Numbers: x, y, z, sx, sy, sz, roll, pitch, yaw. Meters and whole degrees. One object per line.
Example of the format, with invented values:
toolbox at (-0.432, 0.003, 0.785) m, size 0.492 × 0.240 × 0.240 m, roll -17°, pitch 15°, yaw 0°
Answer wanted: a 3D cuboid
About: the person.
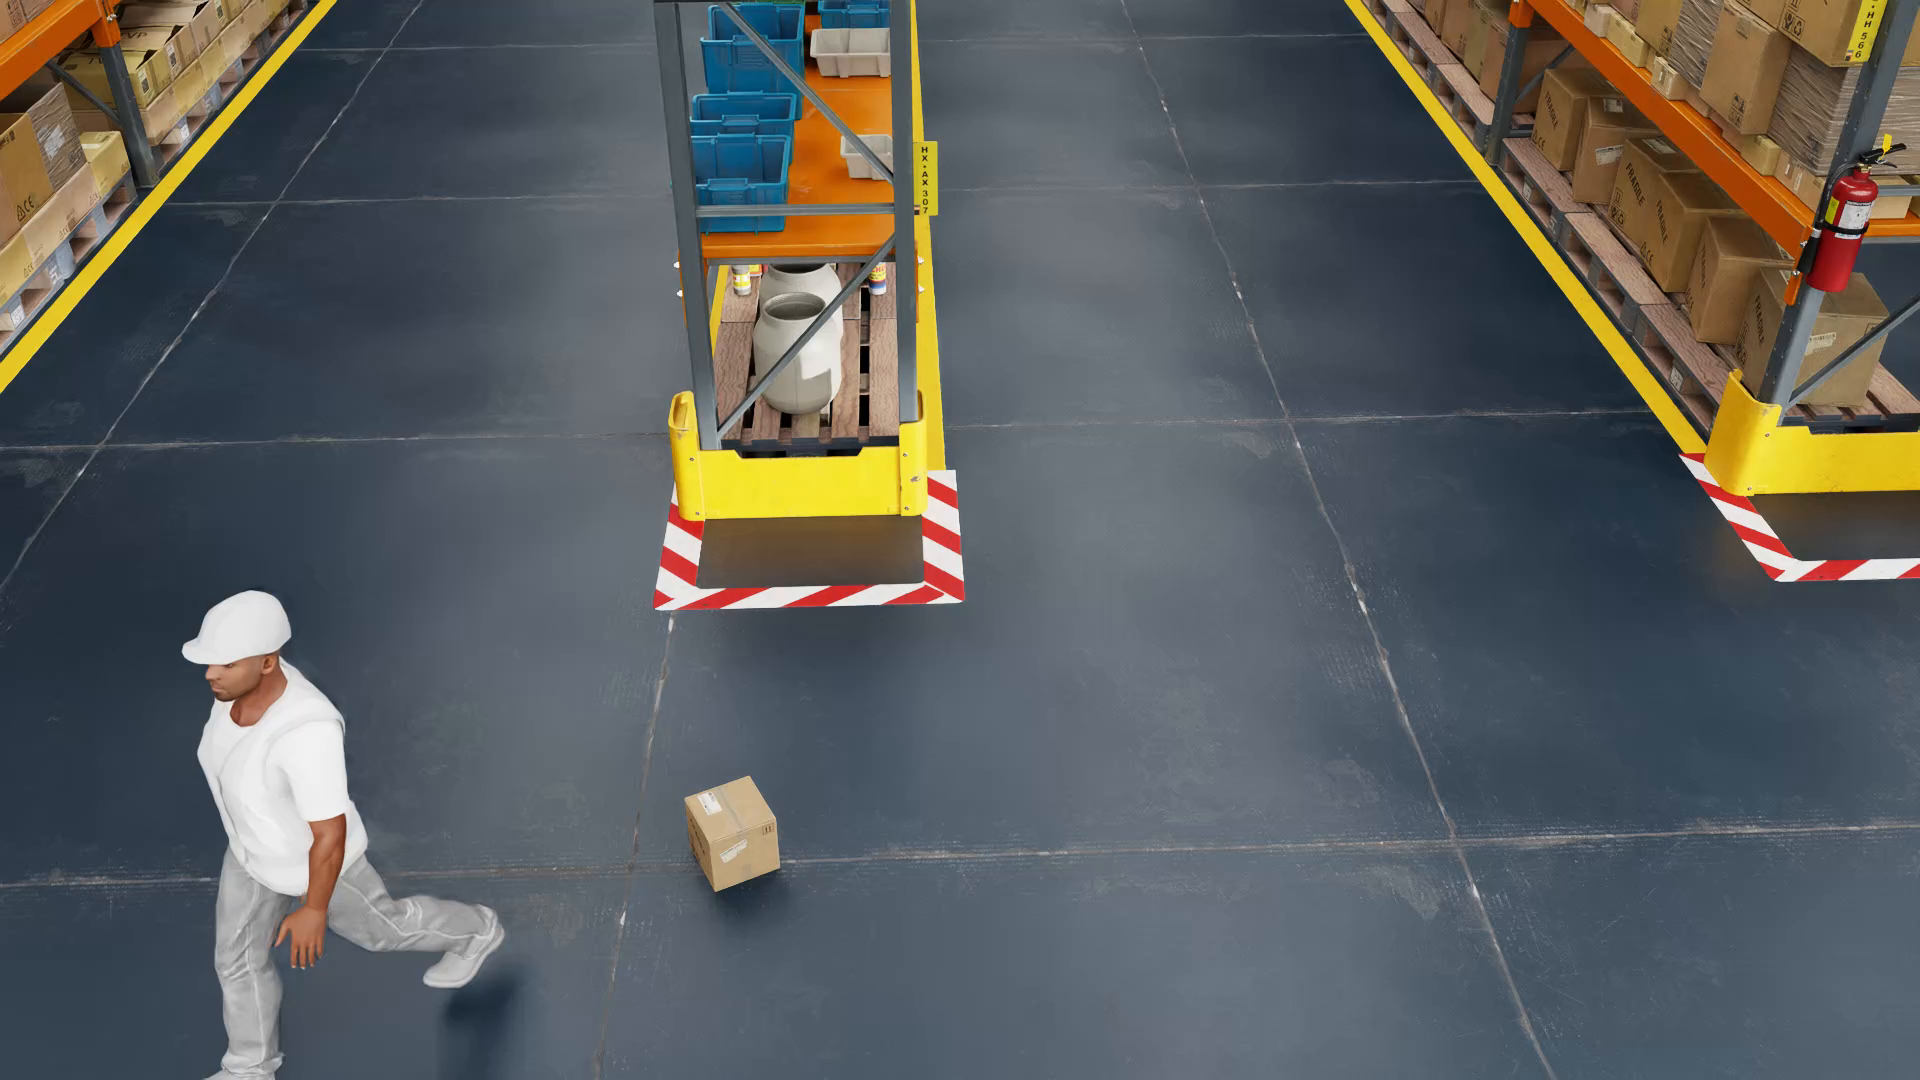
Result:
person at (-1.943, 0.901, 4.853) m, size 0.602 × 1.720 × 1.069 m, roll 24°, pitch 42°, yaw 30°
